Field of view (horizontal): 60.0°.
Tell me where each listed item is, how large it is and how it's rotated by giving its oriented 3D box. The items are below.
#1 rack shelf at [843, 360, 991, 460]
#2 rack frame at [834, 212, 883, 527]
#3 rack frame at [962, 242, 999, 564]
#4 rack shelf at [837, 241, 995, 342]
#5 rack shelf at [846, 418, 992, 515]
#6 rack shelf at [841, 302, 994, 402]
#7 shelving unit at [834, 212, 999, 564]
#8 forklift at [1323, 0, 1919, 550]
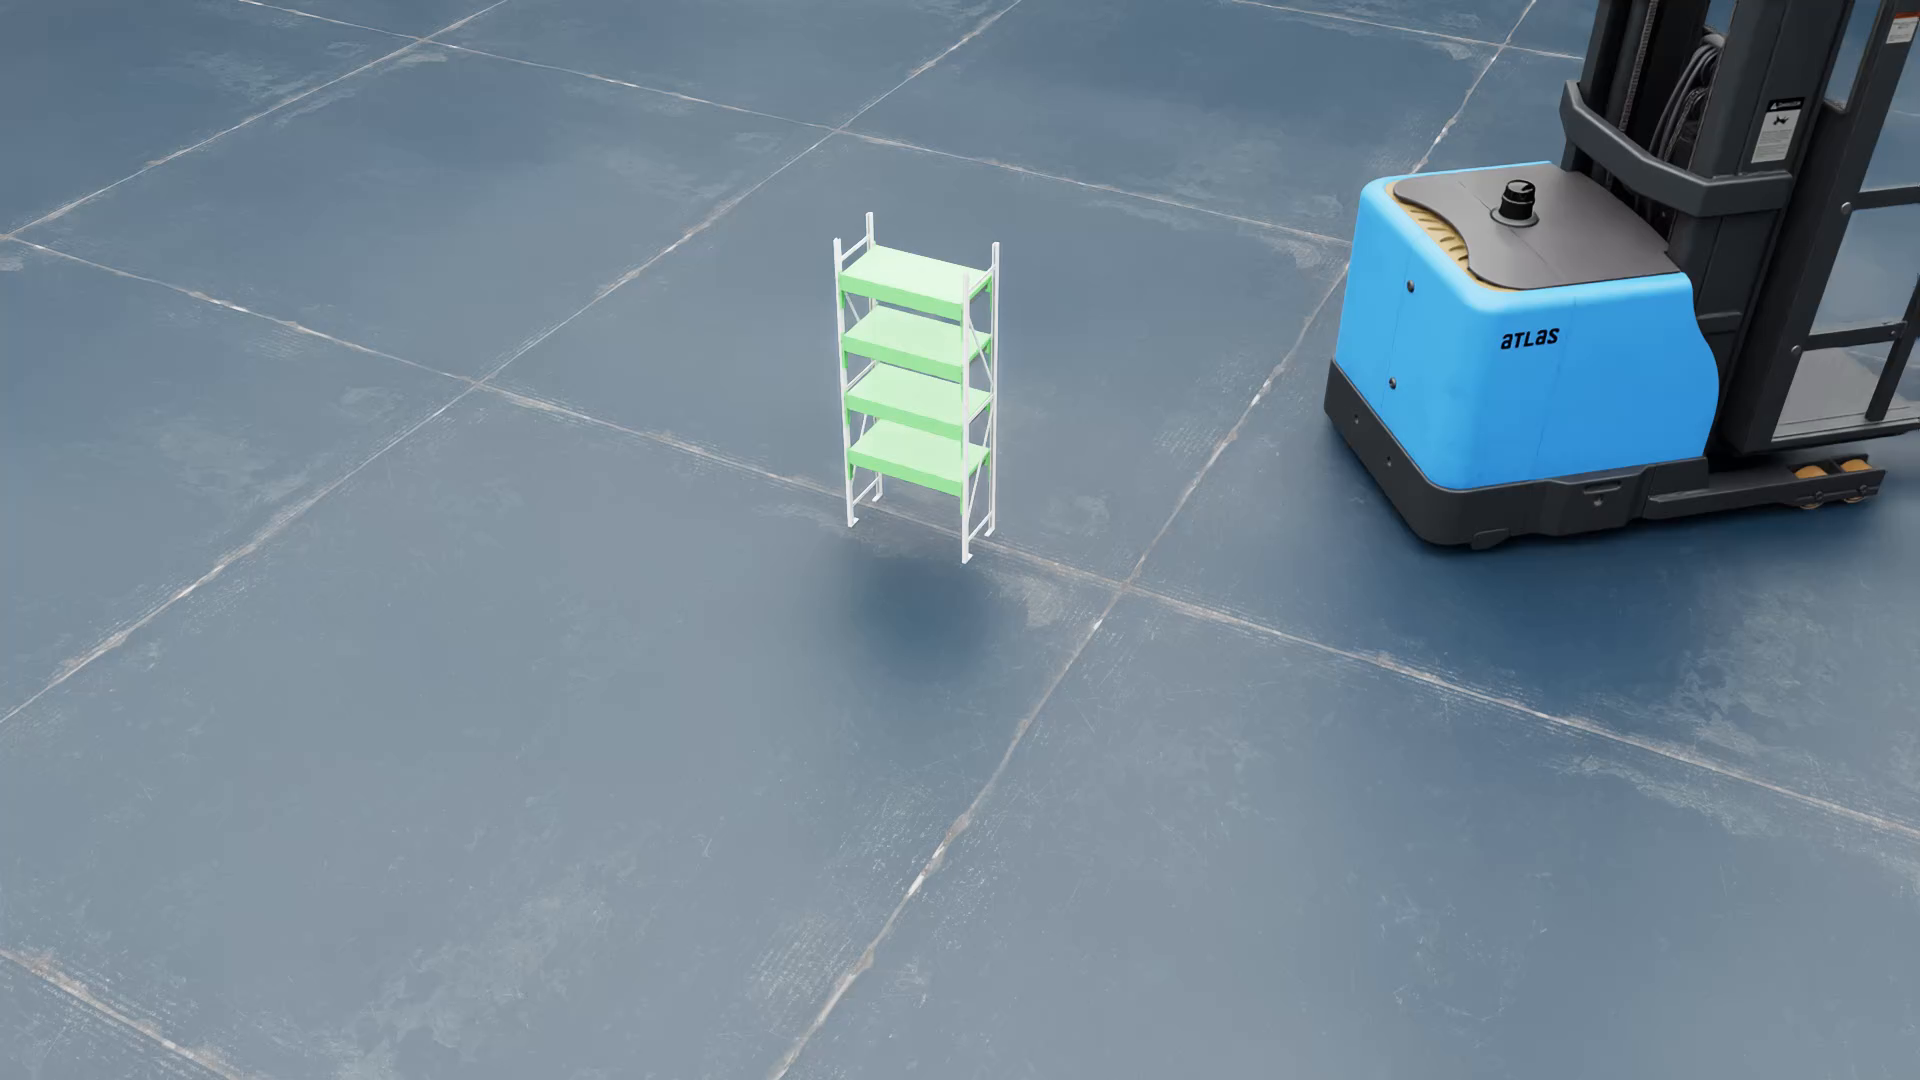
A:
[{"bbox_3d":[-0.147,-0.473,5.986,0.480,0.148,0.258,17,41,21],"label":"rack shelf"},{"bbox_3d":[-0.364,-0.592,6.037,0.015,1.200,0.240,17,41,21],"label":"rack frame"},{"bbox_3d":[0.070,-0.456,5.858,0.015,1.200,0.240,17,41,21],"label":"rack frame"},{"bbox_3d":[-0.147,-0.855,5.696,0.480,0.148,0.258,17,41,21],"label":"rack shelf"},{"bbox_3d":[-0.147,-0.282,6.132,0.480,0.148,0.258,17,41,21],"label":"rack shelf"},{"bbox_3d":[-0.147,-0.664,5.841,0.480,0.148,0.258,17,41,21],"label":"rack shelf"},{"bbox_3d":[-0.147,-0.524,5.948,0.503,1.200,0.258,17,41,21],"label":"shelving unit"},{"bbox_3d":[3.069,-1.590,5.921,3.031,2.935,1.130,-8,38,-10],"label":"forklift"}]
